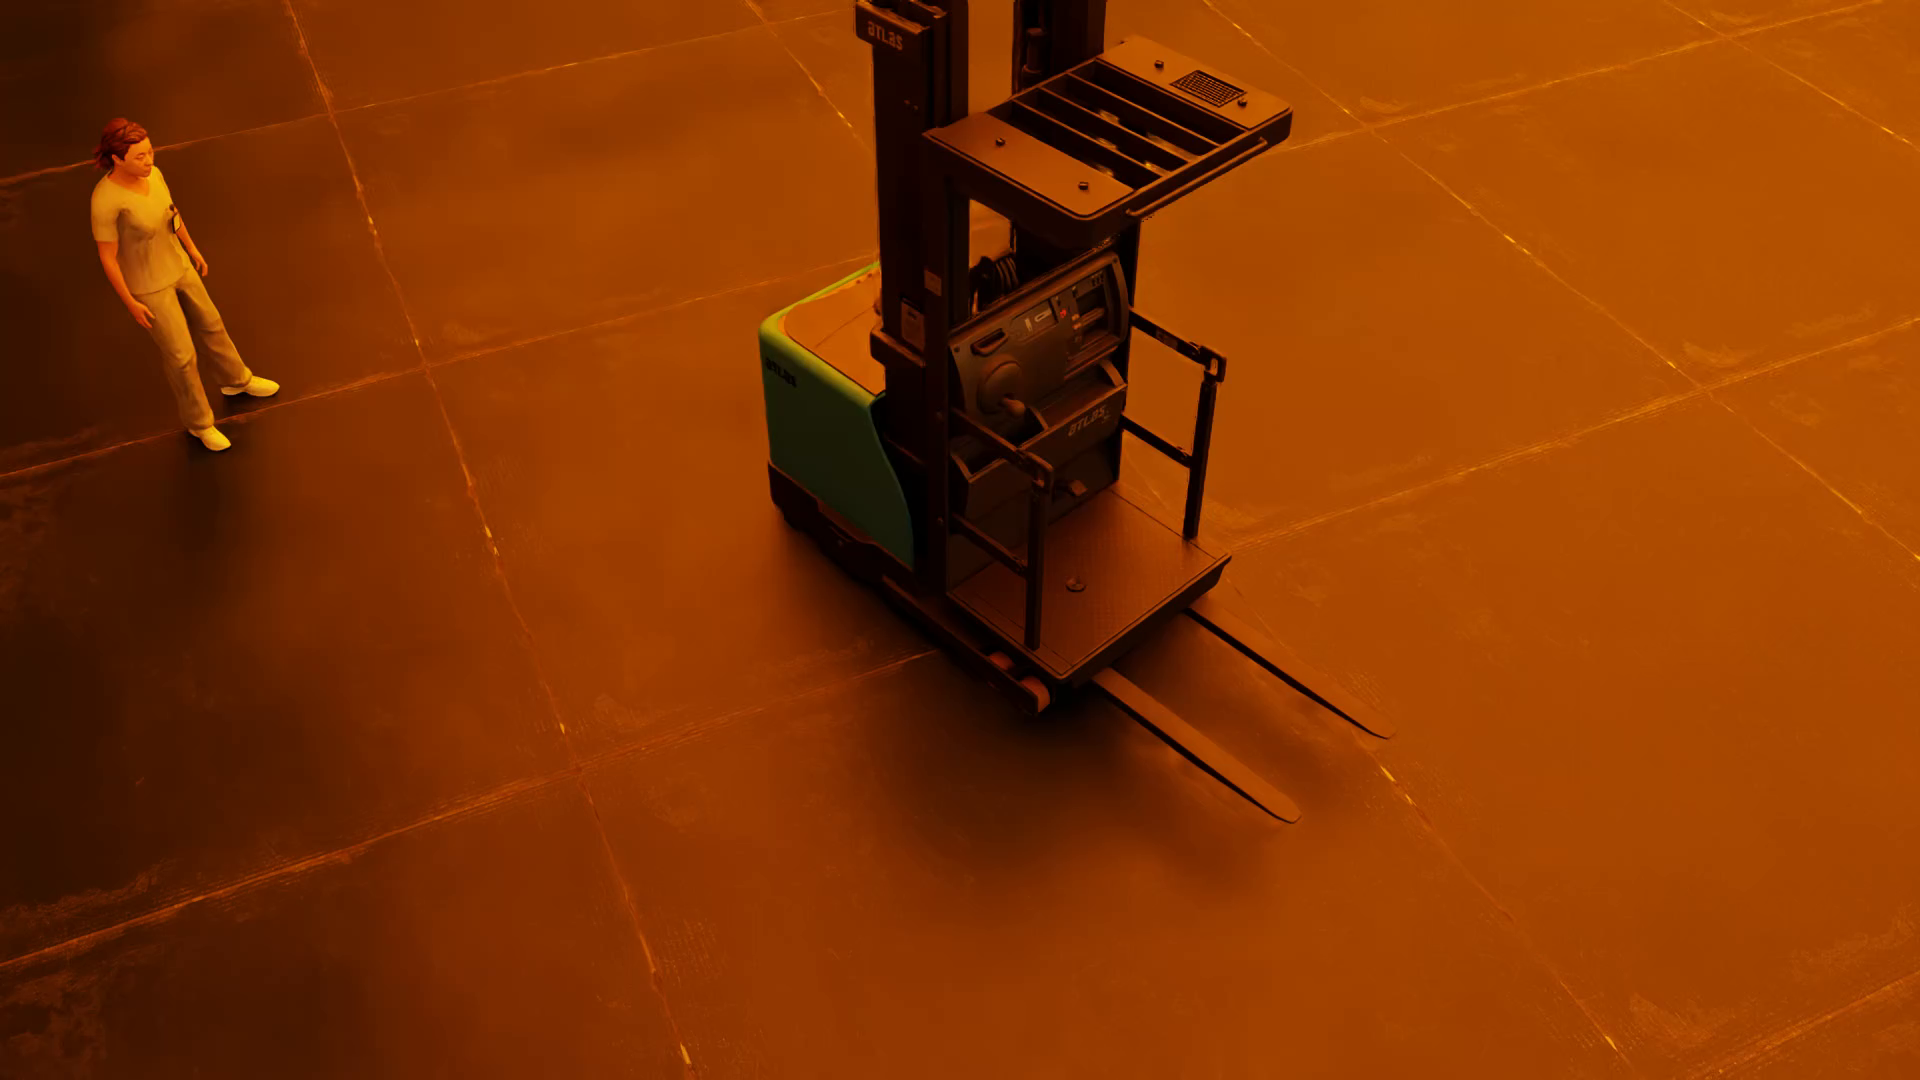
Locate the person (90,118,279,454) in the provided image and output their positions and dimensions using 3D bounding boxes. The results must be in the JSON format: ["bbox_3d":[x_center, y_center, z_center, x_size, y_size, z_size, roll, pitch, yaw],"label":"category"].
[{"bbox_3d":[-3.764,-1.240,7.938,0.402,1.671,0.579,13,44,13],"label":"person"}]

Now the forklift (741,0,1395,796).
[{"bbox_3d":[0.445,-0.788,6.525,3.031,2.935,1.130,32,52,30],"label":"forklift"}]
